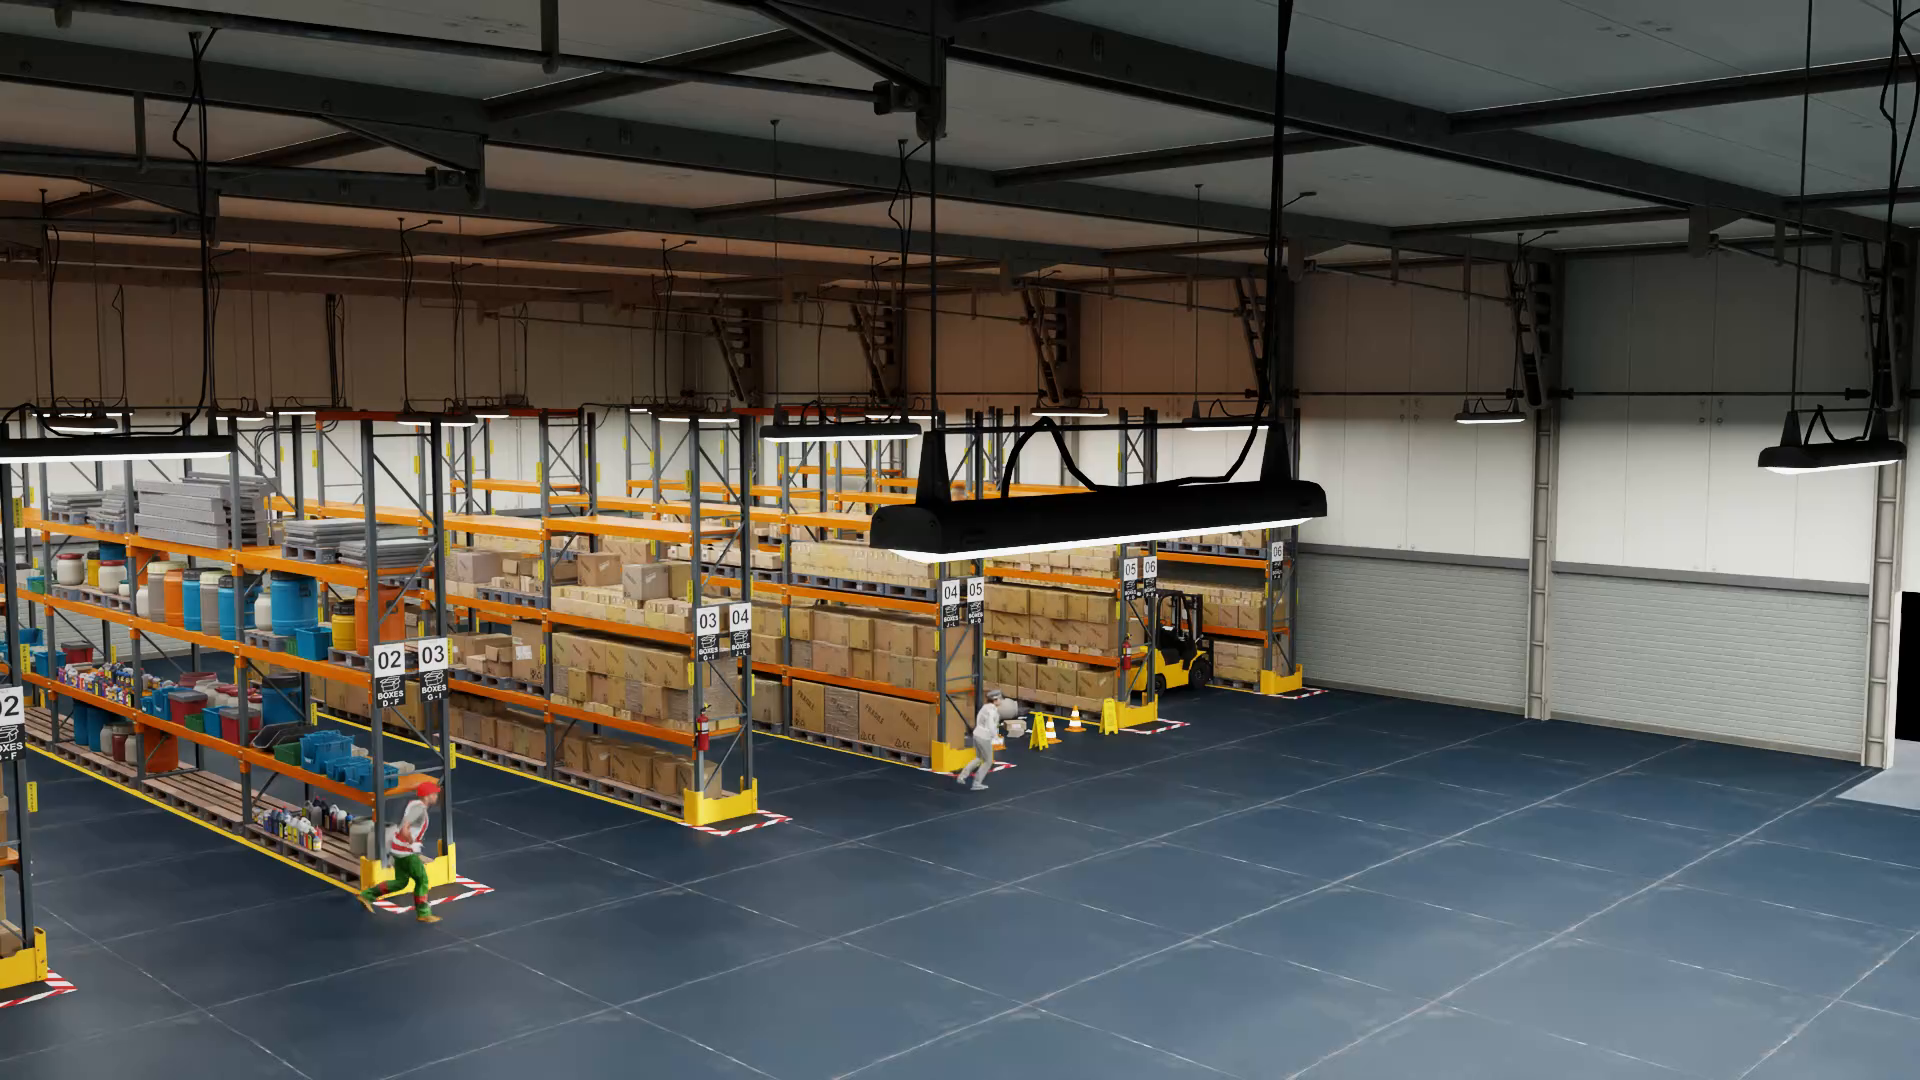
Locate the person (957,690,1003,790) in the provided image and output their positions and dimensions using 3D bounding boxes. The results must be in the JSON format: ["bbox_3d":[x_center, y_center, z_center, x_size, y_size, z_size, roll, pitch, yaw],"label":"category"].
[{"bbox_3d":[0.328,3.186,26.485,0.714,1.603,0.575,-2,5,-20],"label":"person"}]

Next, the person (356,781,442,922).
[{"bbox_3d":[-6.660,3.748,19.735,1.003,1.731,0.673,-1,5,-14],"label":"person"}]
